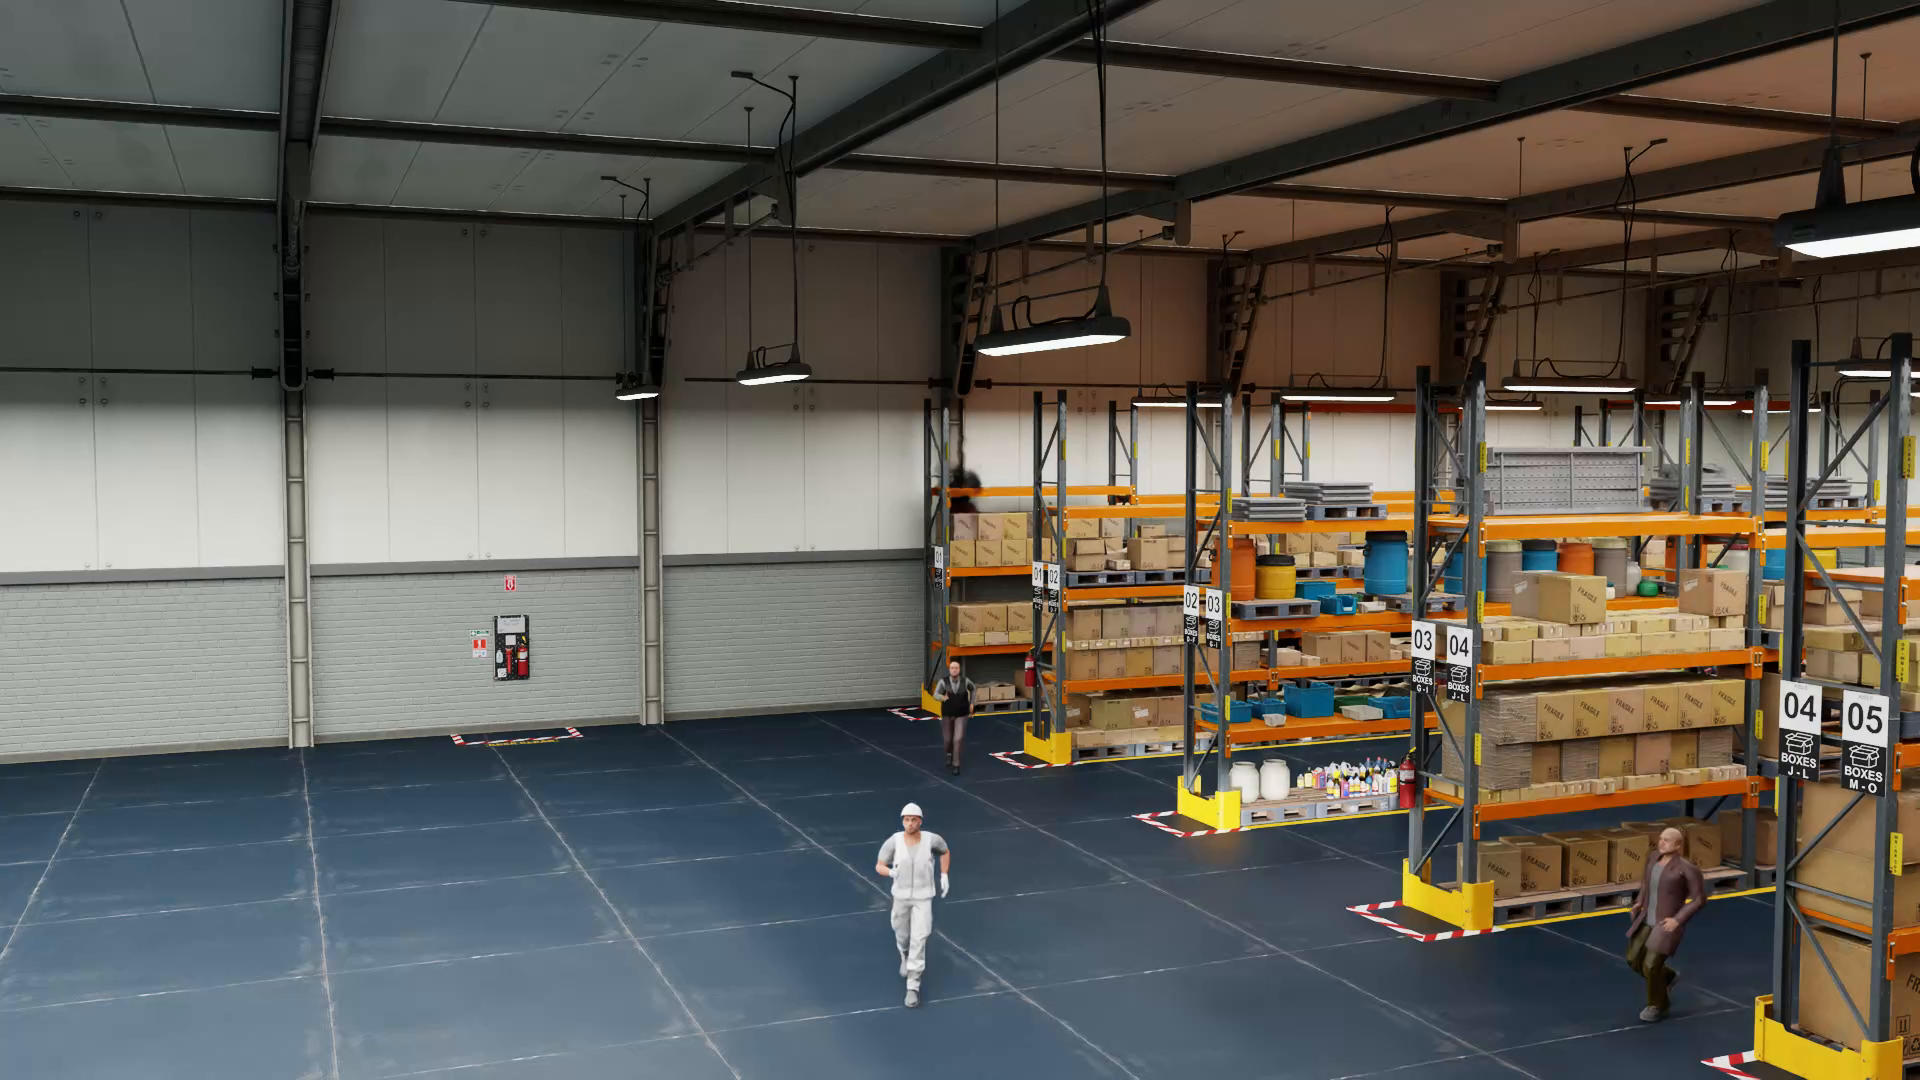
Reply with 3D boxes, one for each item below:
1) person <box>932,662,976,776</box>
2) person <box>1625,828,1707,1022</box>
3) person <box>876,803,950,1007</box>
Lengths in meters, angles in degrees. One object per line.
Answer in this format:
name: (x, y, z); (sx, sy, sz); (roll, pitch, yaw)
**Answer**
person: (-0.090, 2.735, 25.866); (0.668, 1.700, 0.958); (0, 3, 4)
person: (6.307, 3.431, 14.903); (0.586, 1.725, 0.735); (-1, 4, -21)
person: (-0.443, 3.327, 15.479); (0.677, 1.769, 1.002); (0, 3, 3)
